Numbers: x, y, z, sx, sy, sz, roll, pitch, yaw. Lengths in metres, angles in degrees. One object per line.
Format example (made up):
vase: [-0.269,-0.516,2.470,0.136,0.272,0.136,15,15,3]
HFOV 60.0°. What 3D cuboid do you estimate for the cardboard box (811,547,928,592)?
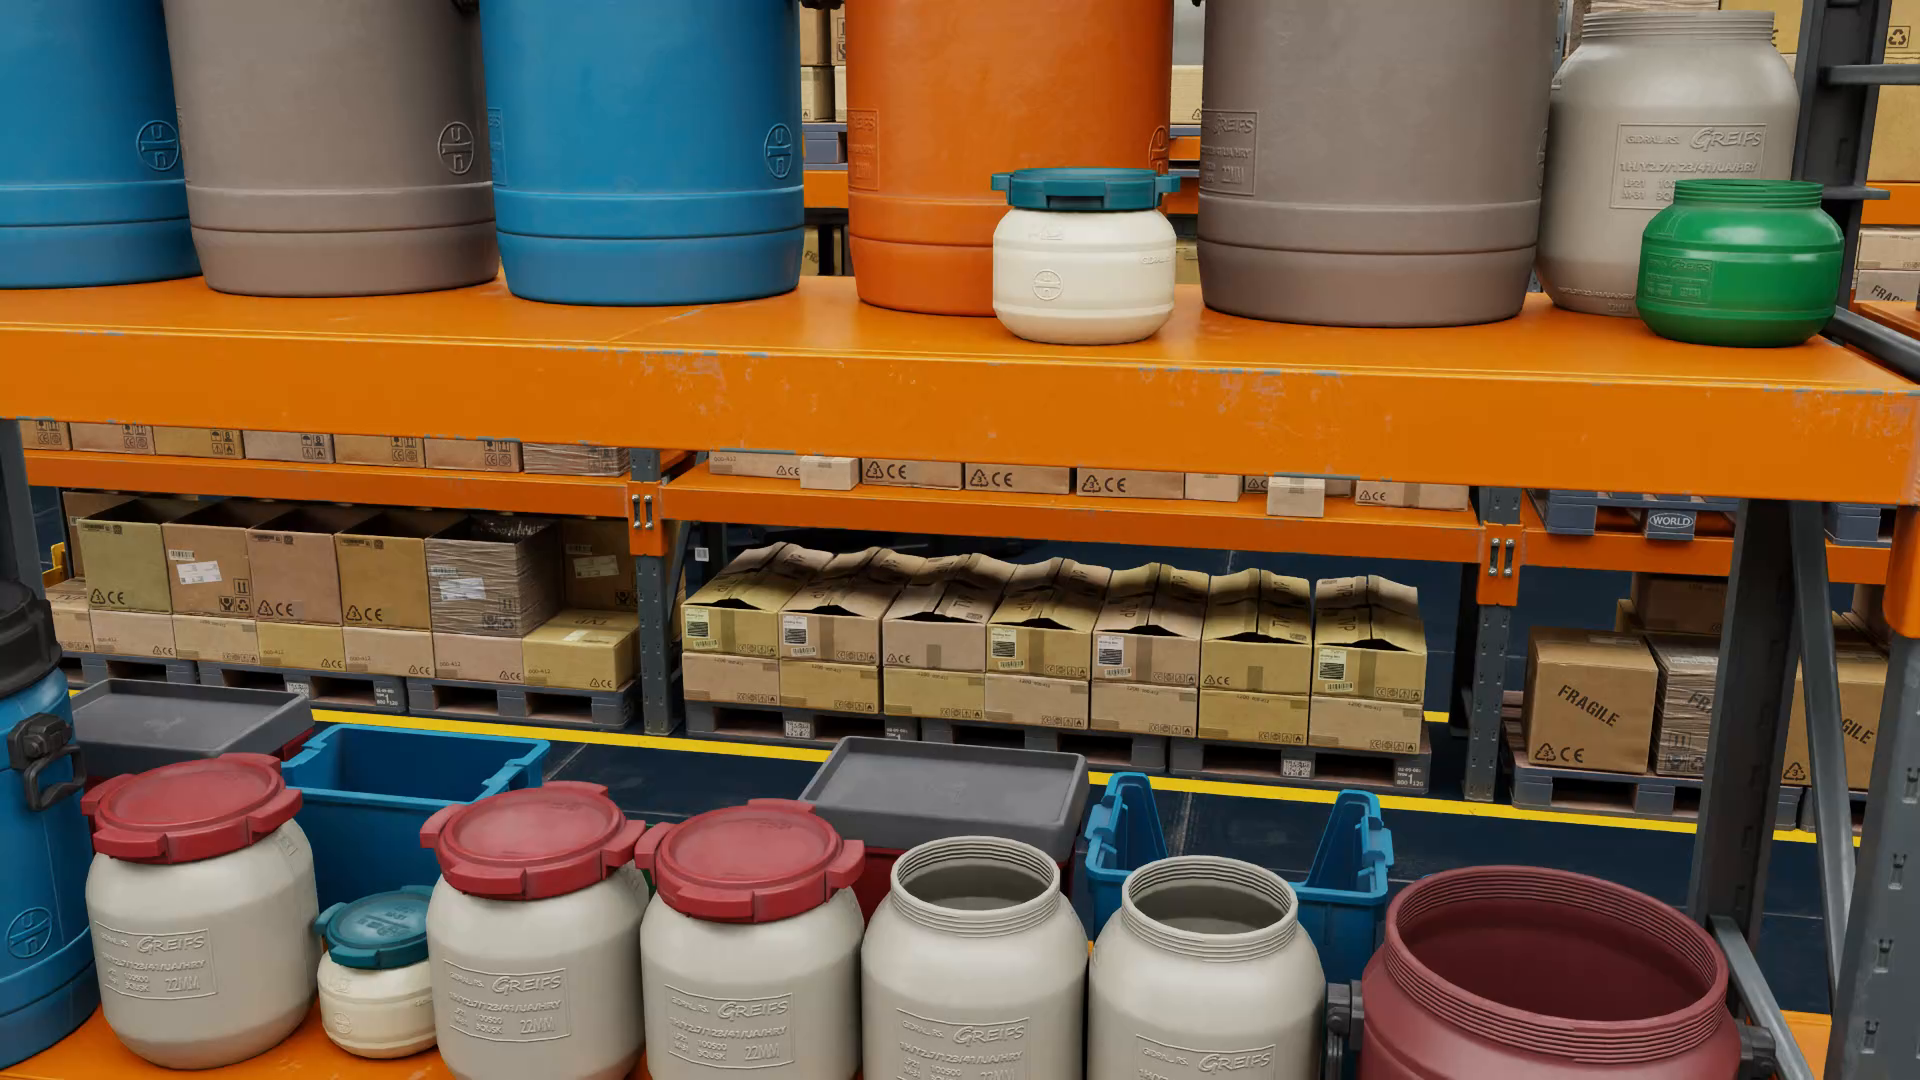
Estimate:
cardboard box: [-0.472,0.243,8.809,0.500,0.311,0.500,4,16,13]

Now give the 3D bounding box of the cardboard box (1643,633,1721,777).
cardboard box: [3.386,0.749,7.528,0.500,0.500,0.500,3,16,9]

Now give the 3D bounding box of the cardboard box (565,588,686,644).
cardboard box: [-1.831,0.437,9.160,0.500,0.250,0.500,3,16,11]

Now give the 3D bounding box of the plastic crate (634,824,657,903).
plastic crate: [-0.665,0.835,3.757,0.662,0.188,0.450,3,16,11]

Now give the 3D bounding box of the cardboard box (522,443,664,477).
cardboard box: [-1.873,-0.652,8.540,0.500,0.500,0.700,3,16,10]

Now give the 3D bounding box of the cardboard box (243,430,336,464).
cardboard box: [-3.385,-0.733,8.832,0.500,0.500,0.700,4,16,13]

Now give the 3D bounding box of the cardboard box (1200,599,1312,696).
cardboard box: [1.409,0.494,7.904,0.500,0.311,0.500,3,16,10]

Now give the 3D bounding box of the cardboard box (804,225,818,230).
cardboard box: [-1.379,-2.285,13.460,0.500,0.500,0.500,3,16,11]

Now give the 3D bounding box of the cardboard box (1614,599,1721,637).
cardboard box: [3.446,0.612,8.023,0.500,0.500,0.500,4,16,13]

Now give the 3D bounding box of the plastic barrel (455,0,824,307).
plastic barrel: [-0.605,-0.934,3.186,0.708,0.901,0.600,3,16,11]

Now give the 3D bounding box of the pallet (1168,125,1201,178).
pallet: [0.703,-1.795,7.588,1.213,0.211,1.003,4,16,14]

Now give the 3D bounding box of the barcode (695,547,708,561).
barcode: [-1.270,0.070,8.179,0.075,0.075,0.001,3,16,11]

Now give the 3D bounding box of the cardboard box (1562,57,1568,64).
cardboard box: [2.917,-1.849,7.240,0.500,0.500,0.910,3,16,11]

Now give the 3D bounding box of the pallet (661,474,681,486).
pallet: [-2.318,-0.625,13.853,1.213,0.211,1.003,3,16,11]

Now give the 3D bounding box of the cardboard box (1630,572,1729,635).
cardboard box: [3.502,0.252,7.916,0.500,0.250,0.500,4,16,13]

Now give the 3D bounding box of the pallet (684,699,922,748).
pallet: [-0.708,0.791,8.742,1.213,0.211,1.003,3,16,11]

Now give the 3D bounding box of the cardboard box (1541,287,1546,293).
cardboard box: [4.402,-1.743,11.885,0.500,0.500,0.500,4,16,13]

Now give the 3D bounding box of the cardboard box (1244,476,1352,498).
cardboard box: [1.645,-0.424,8.072,0.500,0.311,0.500,3,16,10]

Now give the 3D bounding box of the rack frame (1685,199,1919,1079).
rack frame: [1.492,0.926,3.029,0.127,3.000,1.000,3,16,11]

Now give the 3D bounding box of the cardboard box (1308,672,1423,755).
cardboard box: [1.918,0.789,7.887,0.500,0.250,0.500,3,16,12]

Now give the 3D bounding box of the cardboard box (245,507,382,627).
cardboard box: [-3.407,0.134,8.849,0.500,0.500,0.500,3,16,11]

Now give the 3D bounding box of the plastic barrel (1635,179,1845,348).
plastic barrel: [1.239,-0.444,2.648,0.294,0.245,0.294,0,15,0]

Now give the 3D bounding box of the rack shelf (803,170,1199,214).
rack shelf: [0.523,-1.574,7.785,4.000,0.370,1.077,3,16,11]

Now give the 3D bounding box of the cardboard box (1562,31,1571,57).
cardboard box: [4.482,-3.346,11.821,0.500,0.500,0.700,2,16,8]

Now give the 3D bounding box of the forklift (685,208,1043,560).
forklift: [-0.994,-1.304,11.209,3.031,2.935,1.130,-5,16,-19]

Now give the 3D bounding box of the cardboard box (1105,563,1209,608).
cardboard box: [1.012,0.325,8.513,0.500,0.311,0.500,3,16,10]

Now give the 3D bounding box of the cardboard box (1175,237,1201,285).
cardboard box: [1.778,-2.008,12.612,0.500,0.500,0.700,3,16,11]

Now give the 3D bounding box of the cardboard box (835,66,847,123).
cardboard box: [-0.297,-2.094,7.807,0.500,0.250,0.500,2,16,6]

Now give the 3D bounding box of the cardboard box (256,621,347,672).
cardboard box: [-3.406,0.495,8.950,0.500,0.250,0.500,3,16,11]

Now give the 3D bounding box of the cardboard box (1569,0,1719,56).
cardboard box: [2.909,-2.320,7.069,0.500,0.500,0.500,3,16,11]

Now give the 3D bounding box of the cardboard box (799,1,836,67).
cardboard box: [-0.841,-2.476,7.782,0.500,0.500,0.500,3,16,12]

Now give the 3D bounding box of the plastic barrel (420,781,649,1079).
plastic barrel: [-0.815,0.795,3.247,0.433,0.535,0.433,0,15,0]

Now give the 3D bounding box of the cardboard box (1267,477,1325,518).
cardboard box: [1.546,-0.224,7.651,0.250,0.149,0.380,3,16,11]

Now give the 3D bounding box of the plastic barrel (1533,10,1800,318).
plastic barrel: [1.248,-0.670,2.962,0.421,0.512,0.421,0,15,0]

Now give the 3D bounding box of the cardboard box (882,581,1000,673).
cardboard box: [-0.085,0.413,8.196,0.500,0.311,0.500,3,16,9]

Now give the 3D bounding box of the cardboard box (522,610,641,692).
cardboard box: [-1.935,0.573,8.668,0.500,0.250,0.500,3,16,11]

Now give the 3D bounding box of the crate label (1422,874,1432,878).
crate label: [1.154,0.887,3.486,0.416,0.233,0.303,3,16,11]

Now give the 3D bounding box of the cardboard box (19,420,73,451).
cardboard box: [-4.902,-0.815,9.127,0.500,0.500,0.700,3,16,11]

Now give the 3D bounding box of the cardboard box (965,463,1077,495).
cardboard box: [0.319,-0.530,8.100,0.500,0.500,0.500,3,16,11]

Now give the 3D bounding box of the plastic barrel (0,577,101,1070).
plastic barrel: [-2.110,0.572,3.370,0.708,0.901,0.600,3,16,11]

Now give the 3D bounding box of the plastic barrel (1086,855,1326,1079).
plastic barrel: [0.441,0.874,3.010,0.421,0.512,0.421,0,15,0]

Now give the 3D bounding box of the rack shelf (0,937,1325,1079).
rack shelf: [-0.468,1.167,3.509,4.000,0.370,1.077,3,16,11]

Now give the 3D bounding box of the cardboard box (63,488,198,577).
cardboard box: [-4.772,-0.083,9.631,0.500,0.500,0.500,3,16,11]

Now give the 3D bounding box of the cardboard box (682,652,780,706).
cardboard box: [-1.091,0.627,8.474,0.500,0.250,0.500,3,16,10]

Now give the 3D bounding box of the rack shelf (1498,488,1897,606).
rack shelf: [4.442,0.084,7.418,4.000,0.370,1.077,3,16,11]

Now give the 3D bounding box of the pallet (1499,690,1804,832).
pallet: [3.207,1.024,7.899,1.213,0.211,1.003,3,16,11]

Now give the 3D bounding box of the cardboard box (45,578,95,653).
cardboard box: [-4.876,0.415,9.240,0.500,0.250,0.500,3,16,11]

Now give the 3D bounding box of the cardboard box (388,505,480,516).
cardboard box: [-2.809,0.020,9.261,0.500,0.500,0.500,3,16,11]

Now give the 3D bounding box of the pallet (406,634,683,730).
pallet: [-2.208,0.709,9.038,1.213,0.211,1.003,3,16,11]

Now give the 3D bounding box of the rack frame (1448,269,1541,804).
rack frame: [2.482,-0.369,7.706,0.127,3.000,1.000,3,16,11]

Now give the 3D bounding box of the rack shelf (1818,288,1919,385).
rack shelf: [3.452,-0.066,2.340,4.000,0.370,1.077,3,16,11]

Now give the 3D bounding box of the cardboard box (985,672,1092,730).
cardboard box: [0.416,0.709,8.179,0.500,0.250,0.500,3,16,12]
